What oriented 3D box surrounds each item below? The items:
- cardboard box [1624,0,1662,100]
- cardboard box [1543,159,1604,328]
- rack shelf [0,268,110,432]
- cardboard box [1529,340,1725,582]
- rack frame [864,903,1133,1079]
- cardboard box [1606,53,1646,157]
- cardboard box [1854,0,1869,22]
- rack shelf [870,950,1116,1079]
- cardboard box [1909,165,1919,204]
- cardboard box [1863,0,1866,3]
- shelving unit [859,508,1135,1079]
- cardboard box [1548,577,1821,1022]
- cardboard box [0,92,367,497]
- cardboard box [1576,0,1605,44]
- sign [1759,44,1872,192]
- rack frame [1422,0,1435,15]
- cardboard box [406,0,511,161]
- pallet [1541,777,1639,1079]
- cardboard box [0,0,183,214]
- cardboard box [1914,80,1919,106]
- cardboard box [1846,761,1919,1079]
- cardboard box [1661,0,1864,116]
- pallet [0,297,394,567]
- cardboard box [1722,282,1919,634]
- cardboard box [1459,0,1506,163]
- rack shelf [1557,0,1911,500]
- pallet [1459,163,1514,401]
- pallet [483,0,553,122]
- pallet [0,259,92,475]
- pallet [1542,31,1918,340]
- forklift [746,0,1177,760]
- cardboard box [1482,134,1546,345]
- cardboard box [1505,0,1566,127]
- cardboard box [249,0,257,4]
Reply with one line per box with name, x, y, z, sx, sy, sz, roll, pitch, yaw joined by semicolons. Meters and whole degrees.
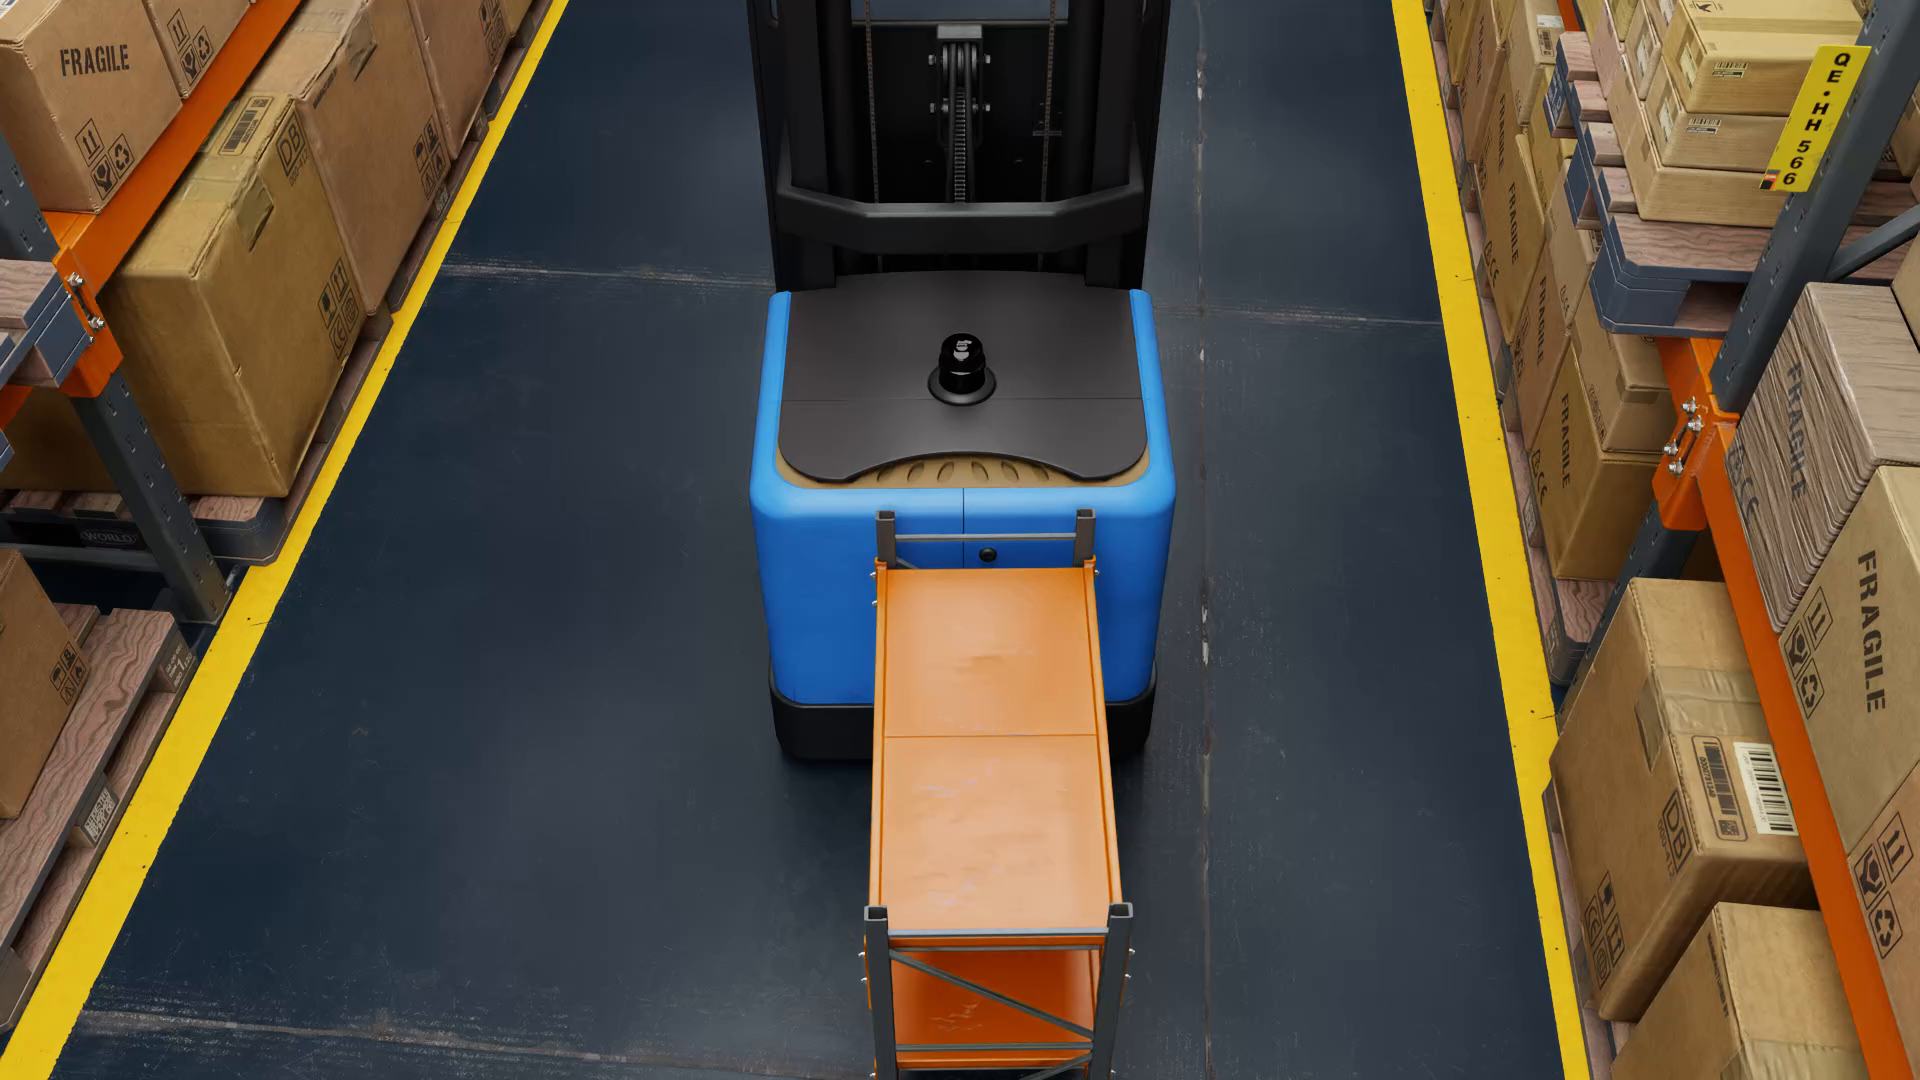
cardboard box;1.817;-1.168;3.970;0.380;0.149;0.250;5;48;5
cardboard box;2.039;-0.864;4.909;0.500;0.250;0.500;4;48;4
rack shelf;-2.910;0.884;2.896;1.077;0.370;4.000;4;48;4
cardboard box;2.002;-0.220;4.828;0.500;0.500;0.500;4;48;3
rack frame;0.072;1.071;3.508;0.500;1.125;0.032;-1;48;-1
cardboard box;1.814;-1.053;4.066;0.380;0.149;0.250;4;48;3
cardboard box;2.516;-1.387;4.371;0.380;0.149;0.250;6;48;5
rack shelf;0.065;0.861;4.032;0.538;0.278;1.000;-1;48;-1
cardboard box;2.444;-0.793;3.828;0.380;0.149;0.250;3;48;3
cardboard box;2.513;-1.501;4.274;0.380;0.149;0.250;4;48;4
shelving unit;0.065;0.696;3.851;0.538;1.125;1.048;-1;48;-1
cardboard box;2.057;0.638;3.874;1.050;0.750;0.750;3;48;3
cardboard box;-2.644;-0.759;5.067;1.225;0.875;0.875;2;48;2
cardboard box;1.863;-1.425;4.407;0.380;0.149;0.250;3;48;3
sign;1.661;-0.814;3.231;0.100;0.325;0.005;4;48;4
rack frame;2.567;-3.360;6.290;1.000;3.000;0.127;4;48;4
cardboard box;-2.482;-2.064;6.261;1.225;0.875;0.875;2;48;2
pallet;2.056;1.095;4.106;1.003;0.211;1.213;4;48;4
cardboard box;-2.412;-1.201;4.248;0.500;0.500;0.500;5;48;5
cardboard box;2.469;-1.119;3.925;0.380;0.149;0.250;6;48;5
cardboard box;1.803;0.602;2.599;0.500;0.500;0.500;4;48;3
cardboard box;1.791;-1.070;3.678;0.380;0.149;0.250;2;48;2
pallet;-2.581;-0.462;5.529;1.003;0.211;1.213;4;48;4
cardboard box;1.893;-0.143;3.280;0.500;0.500;0.500;4;48;4
cardboard box;2.189;-1.744;6.222;0.500;0.500;0.500;6;48;5
rack shelf;2.385;-1.648;5.212;1.077;0.370;4.000;4;48;4
pallet;2.389;-0.948;5.974;1.003;0.211;1.213;4;48;4
pallet;-2.358;-2.255;7.169;1.003;0.211;1.213;4;48;4
pallet;-2.687;-0.233;3.560;1.213;0.211;1.003;4;48;4
pallet;2.161;-0.887;4.158;1.213;0.211;1.003;4;48;4
forklift;-0.006;-1.454;4.593;1.130;2.935;3.031;0;48;0
cardboard box;2.085;-0.991;5.533;0.500;0.500;0.500;2;48;2
cardboard box;2.140;-1.620;5.600;0.500;0.250;0.500;6;48;5
cardboard box;-2.325;-1.957;4.939;0.500;0.500;0.500;3;48;3
